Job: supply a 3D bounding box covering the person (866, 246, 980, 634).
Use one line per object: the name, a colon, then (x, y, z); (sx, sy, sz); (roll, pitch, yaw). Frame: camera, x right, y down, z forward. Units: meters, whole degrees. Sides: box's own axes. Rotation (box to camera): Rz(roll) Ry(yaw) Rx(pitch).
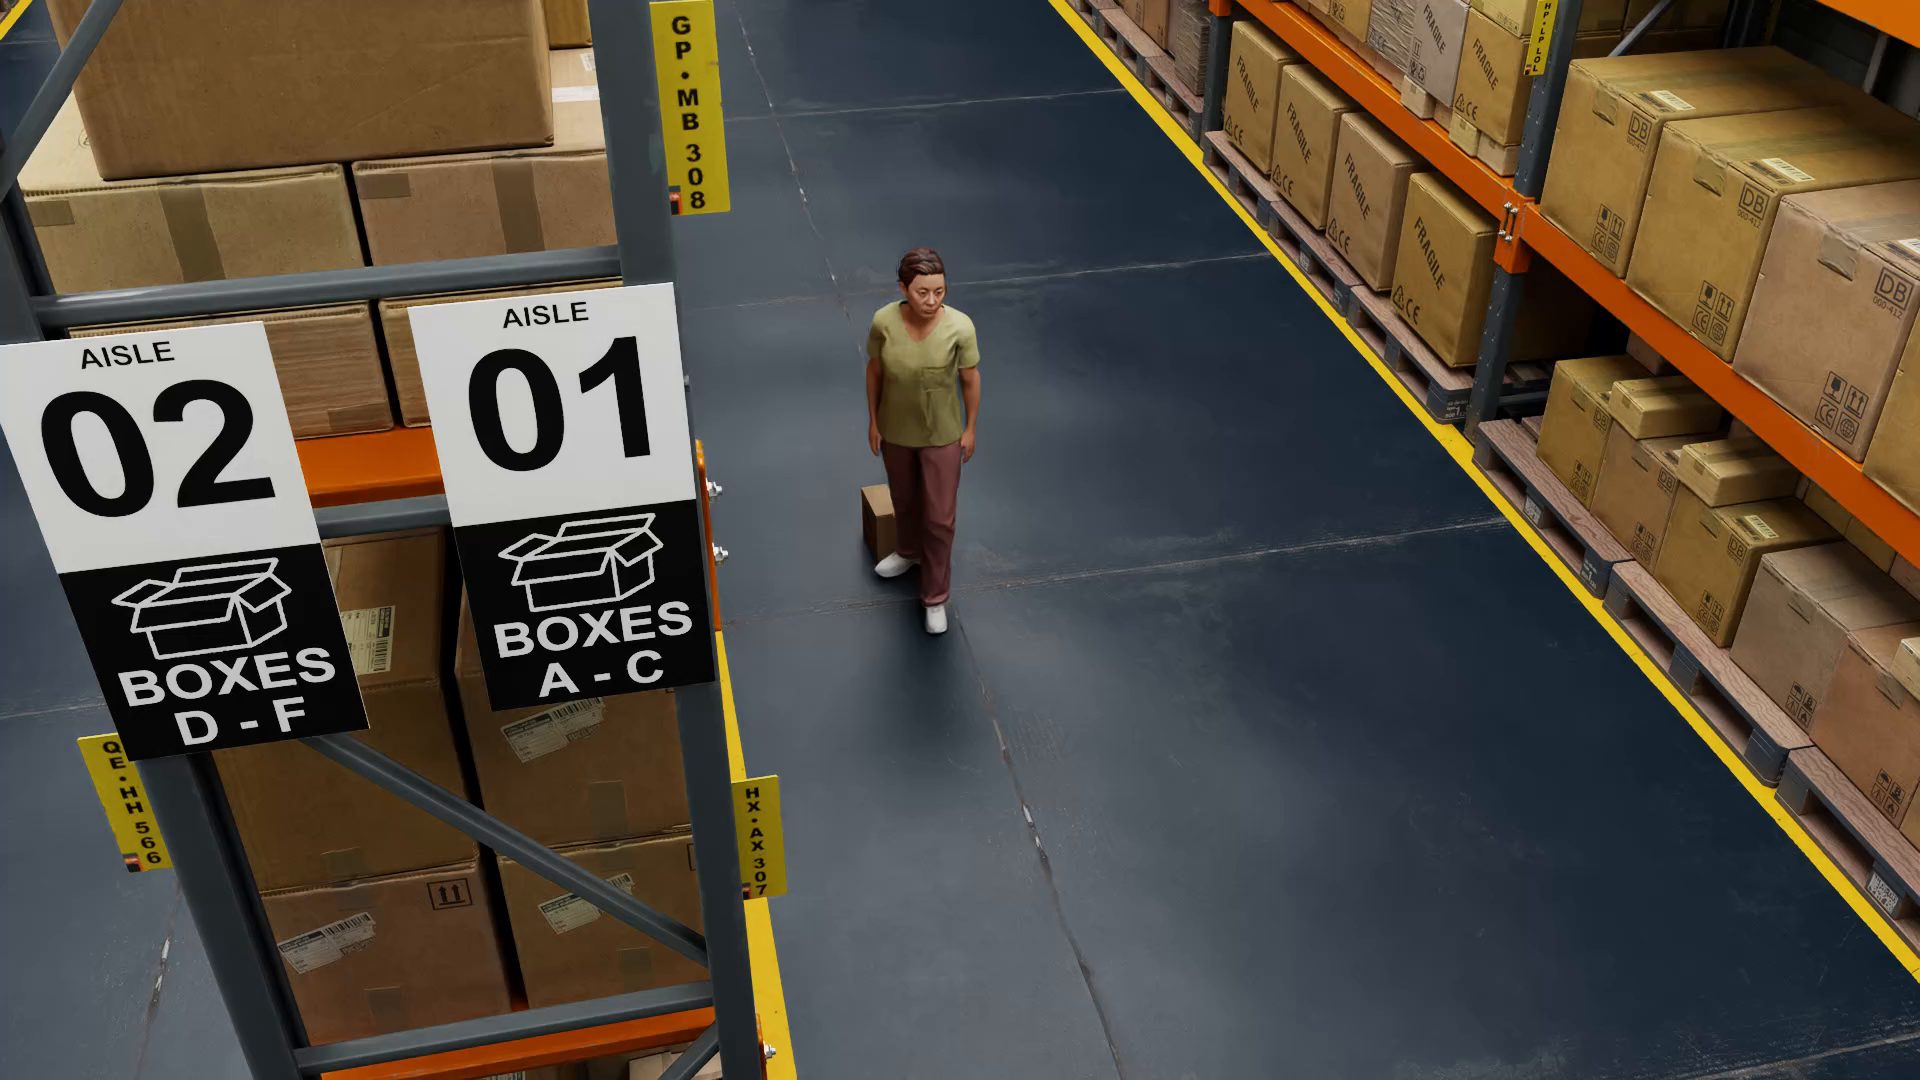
person: (-0.161, -0.445, 6.798); (0.477, 1.666, 0.568); (8, 35, 12)
